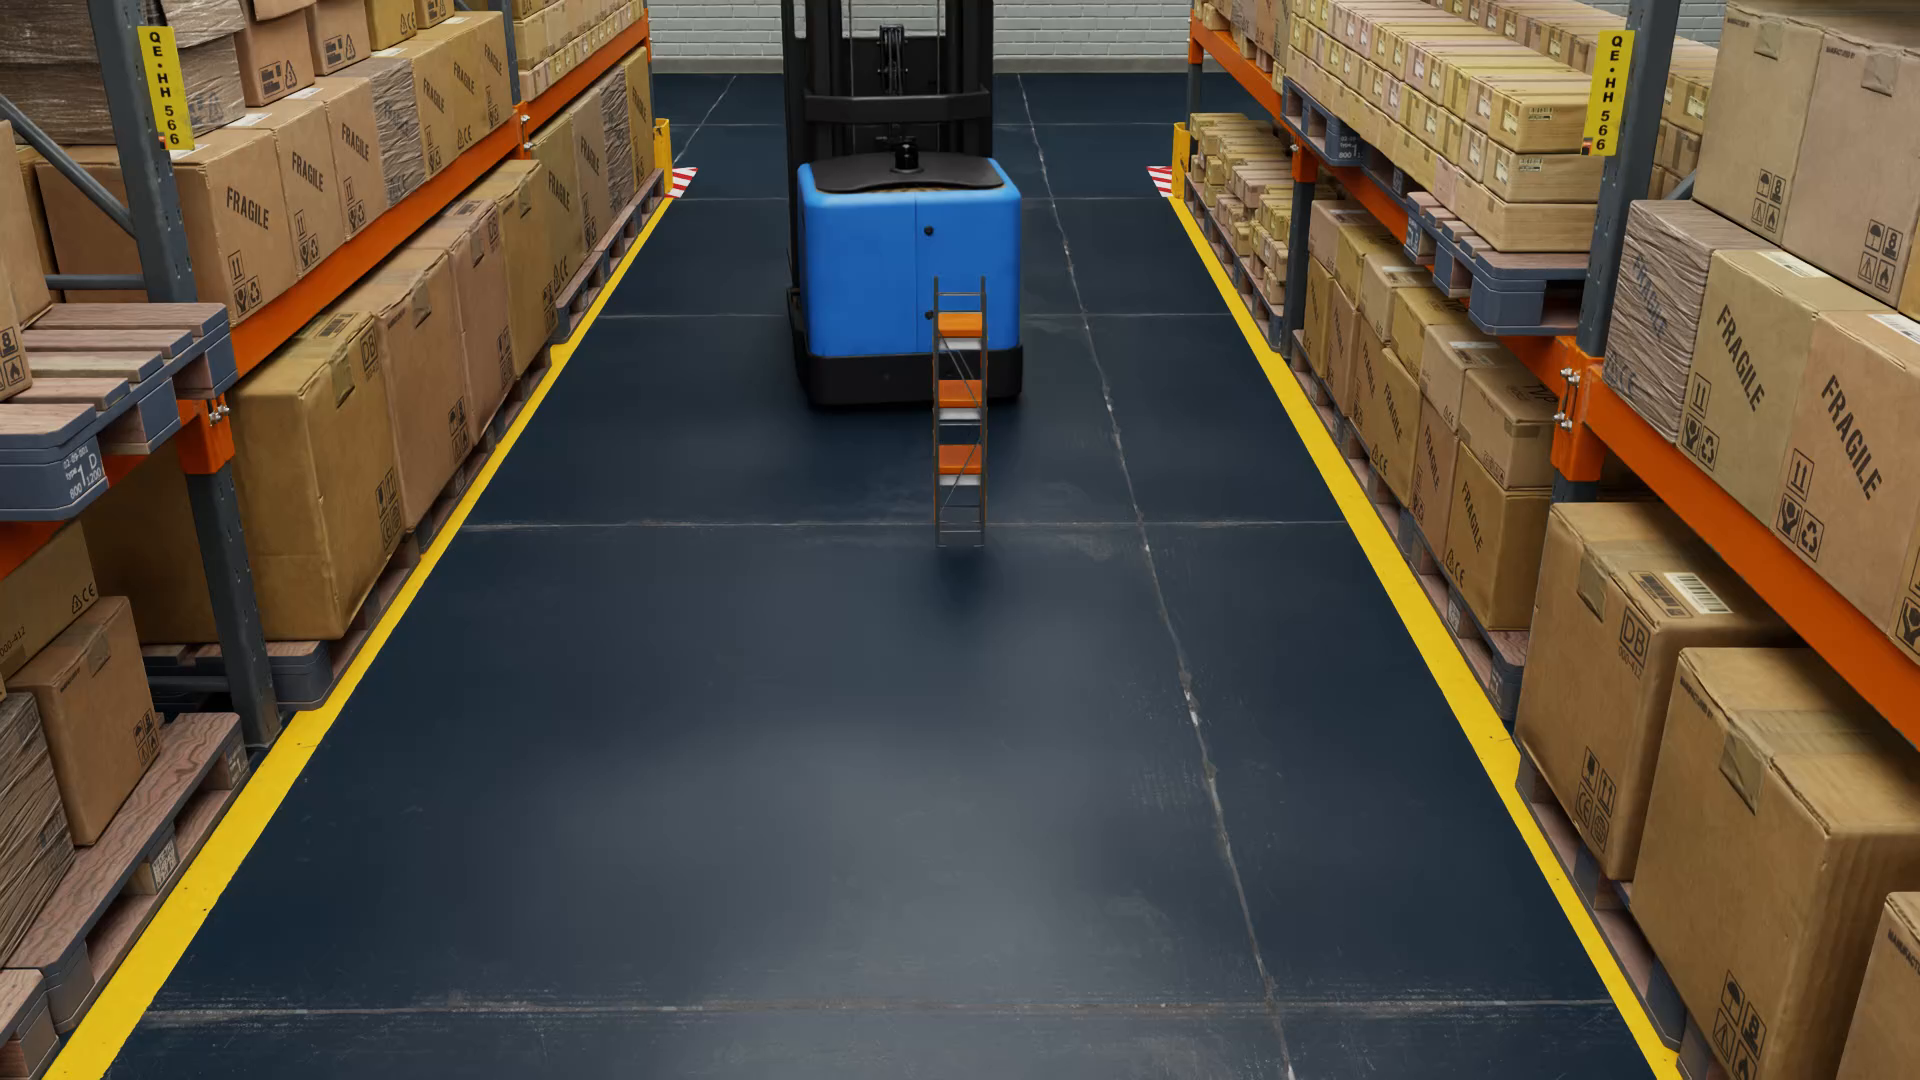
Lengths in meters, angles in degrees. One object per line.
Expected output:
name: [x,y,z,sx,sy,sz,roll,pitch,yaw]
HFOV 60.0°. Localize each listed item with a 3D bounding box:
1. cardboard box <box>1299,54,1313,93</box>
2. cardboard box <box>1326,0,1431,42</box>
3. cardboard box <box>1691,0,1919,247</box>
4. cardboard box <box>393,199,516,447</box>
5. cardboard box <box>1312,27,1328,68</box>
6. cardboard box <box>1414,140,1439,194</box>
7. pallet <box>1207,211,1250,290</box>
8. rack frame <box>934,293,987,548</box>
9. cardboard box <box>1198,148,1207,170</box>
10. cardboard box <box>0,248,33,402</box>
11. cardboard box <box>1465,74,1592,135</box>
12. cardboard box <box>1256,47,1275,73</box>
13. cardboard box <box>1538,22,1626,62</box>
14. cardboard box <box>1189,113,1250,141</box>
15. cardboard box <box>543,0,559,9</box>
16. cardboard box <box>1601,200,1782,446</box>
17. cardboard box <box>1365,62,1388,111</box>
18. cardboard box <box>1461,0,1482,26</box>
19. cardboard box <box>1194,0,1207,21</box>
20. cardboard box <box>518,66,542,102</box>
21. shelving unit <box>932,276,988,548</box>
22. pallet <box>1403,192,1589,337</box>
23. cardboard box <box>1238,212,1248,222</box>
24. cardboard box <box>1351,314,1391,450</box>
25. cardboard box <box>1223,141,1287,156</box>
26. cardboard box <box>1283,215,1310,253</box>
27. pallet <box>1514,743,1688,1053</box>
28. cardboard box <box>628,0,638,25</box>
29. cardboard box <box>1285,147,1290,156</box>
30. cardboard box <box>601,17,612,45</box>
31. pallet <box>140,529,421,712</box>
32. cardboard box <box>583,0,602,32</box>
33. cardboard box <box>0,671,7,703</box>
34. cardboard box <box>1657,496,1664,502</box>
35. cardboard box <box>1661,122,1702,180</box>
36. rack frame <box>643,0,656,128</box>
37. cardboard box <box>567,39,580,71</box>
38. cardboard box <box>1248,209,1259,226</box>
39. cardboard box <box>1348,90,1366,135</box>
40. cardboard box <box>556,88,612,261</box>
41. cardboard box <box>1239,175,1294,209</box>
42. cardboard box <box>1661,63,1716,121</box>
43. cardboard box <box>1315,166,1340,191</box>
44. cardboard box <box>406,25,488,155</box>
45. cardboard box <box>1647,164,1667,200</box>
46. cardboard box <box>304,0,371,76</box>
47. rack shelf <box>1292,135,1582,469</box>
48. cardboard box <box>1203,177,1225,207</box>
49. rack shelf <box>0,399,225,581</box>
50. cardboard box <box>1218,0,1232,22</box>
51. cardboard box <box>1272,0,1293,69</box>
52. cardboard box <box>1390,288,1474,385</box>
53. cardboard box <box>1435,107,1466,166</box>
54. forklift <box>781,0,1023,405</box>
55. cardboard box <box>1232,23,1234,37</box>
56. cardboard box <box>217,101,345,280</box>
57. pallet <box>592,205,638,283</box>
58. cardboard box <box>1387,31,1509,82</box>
cardboard box: [1.779,-2.149,7.656,0.380,0.149,0.250,0,24,0]
cardboard box: [1.780,-2.211,7.071,0.380,0.149,0.250,-1,24,-1]
cardboard box: [2.264,-1.018,4.027,0.700,0.500,0.500,0,24,-1]
cardboard box: [-2.698,-0.961,7.304,1.225,0.875,0.875,-1,24,-2]
cardboard box: [1.778,-2.185,7.376,0.380,0.149,0.250,0,24,1]
cardboard box: [1.801,-1.291,5.760,0.380,0.149,0.250,-1,24,-1]
pallet: [2.167,-1.860,10.607,1.003,0.211,1.213,0,24,-1]
rack frame: [0.001,-0.450,6.471,0.200,1.050,0.008,0,24,-1]
cardboard box: [1.878,-2.696,11.661,0.380,0.149,0.250,0,24,-1]
cardboard box: [-2.540,-0.507,3.599,0.700,0.500,0.500,3,25,7]
cardboard box: [1.805,-1.354,5.176,0.380,0.149,0.250,-1,24,-1]
cardboard box: [1.922,-2.787,9.577,0.380,0.149,0.250,-1,24,-3]
cardboard box: [2.443,-1.886,6.353,0.380,0.149,0.250,-1,24,-1]
cardboard box: [1.848,-2.945,11.849,0.380,0.149,0.250,-1,24,-3]
cardboard box: [-2.482,-3.180,9.052,0.500,0.500,0.500,0,24,-1]
cardboard box: [2.004,-0.562,4.230,0.500,0.500,0.500,0,24,0]
cardboard box: [1.789,-1.754,6.423,0.380,0.149,0.250,-1,24,-2]
cardboard box: [2.430,-2.317,7.306,0.380,0.149,0.250,-1,24,-2]
cardboard box: [1.858,-3.749,11.705,0.380,0.149,0.250,0,24,-1]
cardboard box: [-2.406,-2.379,8.674,0.380,0.149,0.250,0,24,0]
shelving unit: [-0.001,-0.500,6.582,0.215,1.050,0.252,0,24,-1]
pallet: [2.155,-0.908,5.350,1.213,0.211,1.003,0,24,-1]
cardboard box: [1.934,-1.937,10.343,0.380,0.149,0.250,0,24,0]
cardboard box: [1.995,-0.663,7.101,0.500,0.500,0.500,0,24,0]
cardboard box: [1.925,-2.511,10.890,0.380,0.149,0.250,1,24,2]
cardboard box: [1.961,-1.659,9.007,0.380,0.149,0.250,0,24,1]
pallet: [2.203,0.894,4.518,1.003,0.211,1.213,0,24,-1]
cardboard box: [-2.441,-3.651,11.488,0.380,0.149,0.250,0,24,0]
cardboard box: [2.422,-2.702,11.674,0.380,0.149,0.250,-1,24,-2]
cardboard box: [-2.430,-3.231,10.558,0.380,0.149,0.250,0,24,0]
pallet: [-2.625,0.224,5.999,1.003,0.211,1.213,0,24,-1]
cardboard box: [-2.488,-3.253,10.124,0.500,0.250,0.500,0,24,0]
cardboard box: [-2.638,0.370,3.882,0.500,0.250,0.500,2,24,5]
cardboard box: [2.517,-0.047,5.738,0.500,0.500,0.500,-1,24,-3]
cardboard box: [2.460,-1.226,5.256,0.380,0.149,0.250,1,24,2]
rack frame: [-2.779,-4.018,11.994,1.000,3.000,0.127,0,24,-1]
cardboard box: [-2.420,-2.809,9.626,0.380,0.149,0.250,-1,24,-1]
cardboard box: [1.941,-1.937,9.982,0.380,0.149,0.250,0,24,1]
cardboard box: [1.790,-1.725,6.719,0.380,0.149,0.250,-1,24,-2]
cardboard box: [-2.672,-2.236,10.123,0.875,0.875,0.875,0,24,-1]
cardboard box: [1.889,-2.085,9.949,0.380,0.149,0.250,-1,24,-3]
cardboard box: [2.454,-1.453,5.397,0.380,0.149,0.250,0,24,-1]
cardboard box: [2.401,-2.199,10.200,0.380,0.149,0.250,-1,24,-3]
cardboard box: [-2.458,-2.020,7.455,0.500,0.500,0.500,0,24,1]
cardboard box: [2.460,-1.186,5.528,0.380,0.149,0.250,1,24,2]
cardboard box: [-2.702,-2.070,6.349,0.797,0.503,0.637,1,24,1]
rack shelf: [2.247,-1.199,6.633,1.077,0.370,4.000,0,24,-1]
cardboard box: [1.855,-2.358,11.274,0.380,0.149,0.250,0,24,0]
rack shelf: [-2.670,0.430,3.031,1.077,0.370,4.000,0,24,-1]
cardboard box: [1.935,-3.571,10.524,0.500,0.500,0.500,0,24,0]
cardboard box: [1.938,-2.730,8.663,0.500,0.500,0.500,0,24,0]
cardboard box: [1.993,-0.794,6.480,0.500,0.250,0.500,0,24,1]
cardboard box: [1.798,-1.335,5.495,0.380,0.149,0.250,0,24,1]
forklift: [-0.406,-2.562,8.858,1.130,2.935,3.031,-3,25,-7]
cardboard box: [1.970,-3.315,10.745,0.380,0.149,0.250,0,24,-1]
cardboard box: [-2.433,-1.181,5.600,0.500,0.500,0.500,-1,24,-2]
pallet: [-2.681,-1.917,10.732,1.003,0.211,1.213,0,24,-1]
cardboard box: [1.794,-1.783,6.125,0.380,0.149,0.250,1,24,2]
